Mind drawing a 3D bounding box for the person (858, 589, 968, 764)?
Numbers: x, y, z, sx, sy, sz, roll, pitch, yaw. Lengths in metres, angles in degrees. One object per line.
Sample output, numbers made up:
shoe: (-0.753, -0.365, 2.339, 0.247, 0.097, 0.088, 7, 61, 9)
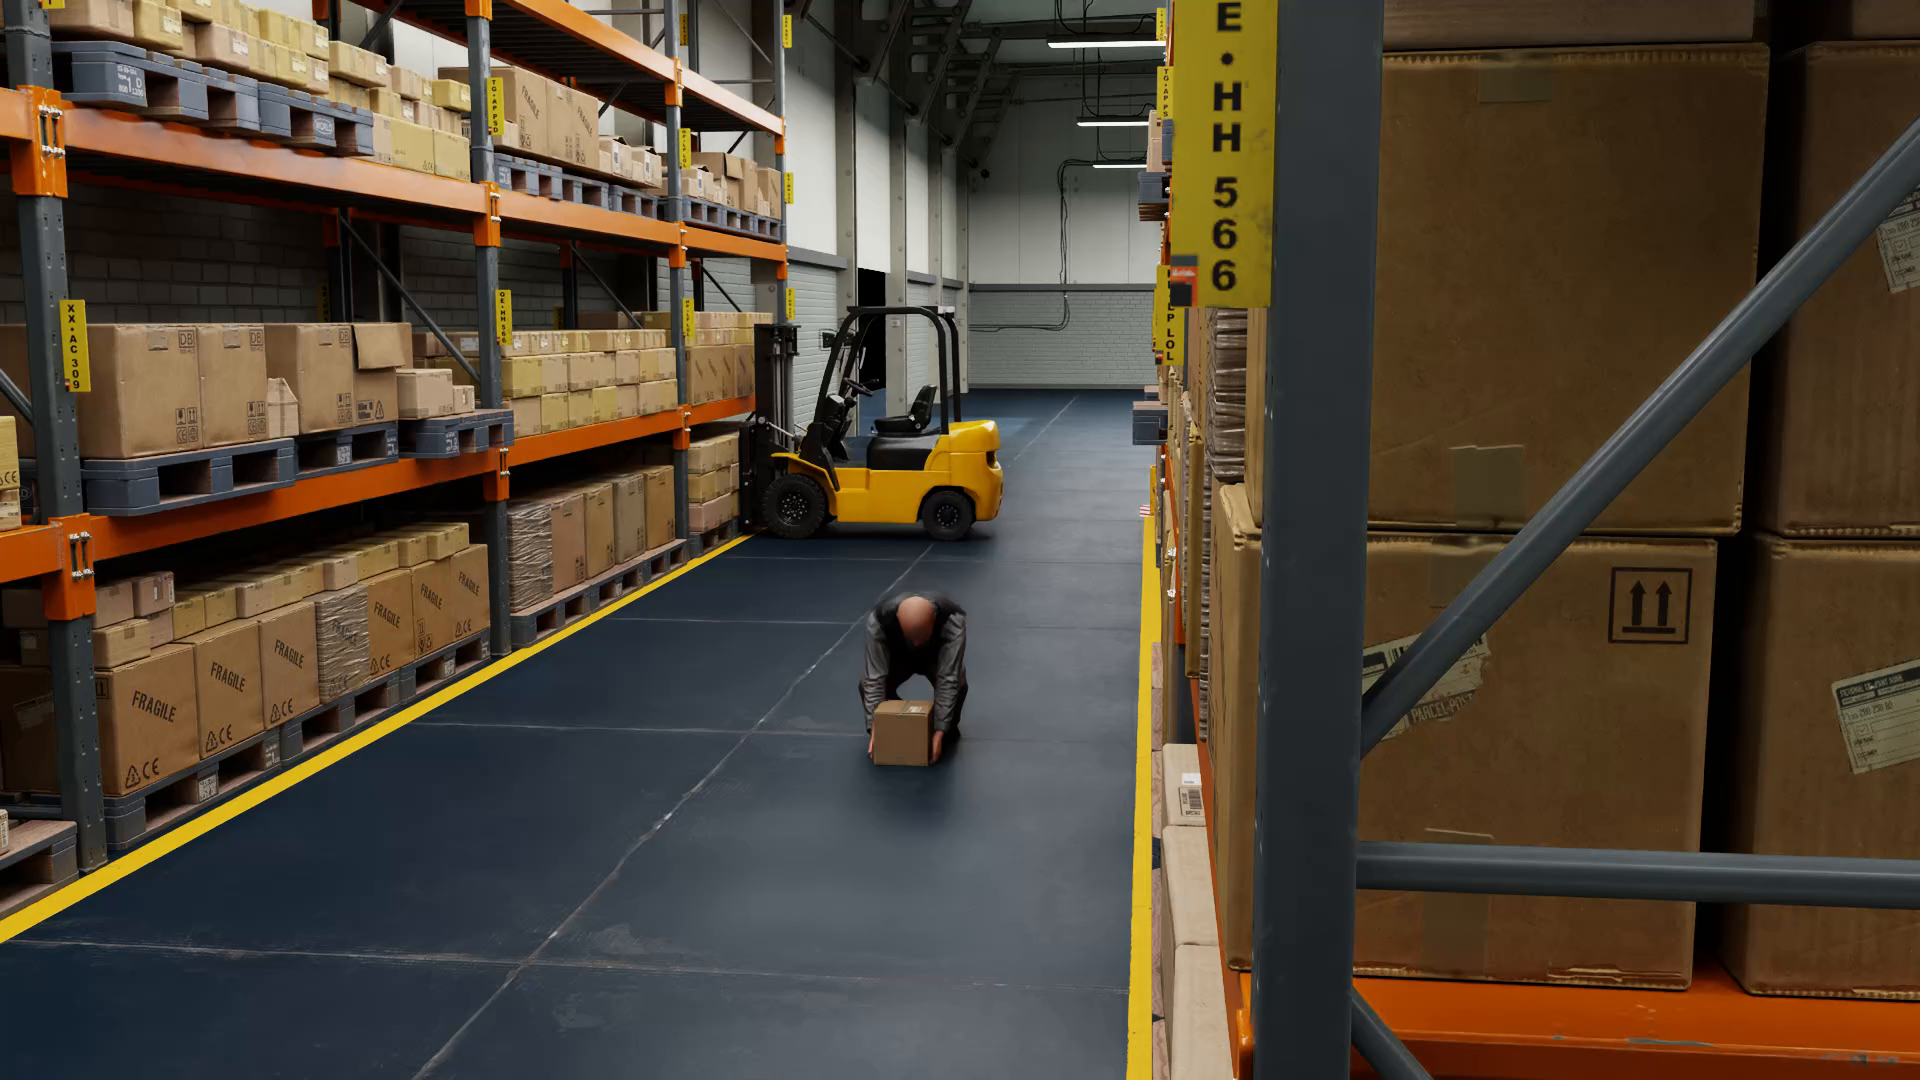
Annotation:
person: (-0.213, 0.623, 8.001, 0.528, 0.831, 0.897, 1, 8, 6)
